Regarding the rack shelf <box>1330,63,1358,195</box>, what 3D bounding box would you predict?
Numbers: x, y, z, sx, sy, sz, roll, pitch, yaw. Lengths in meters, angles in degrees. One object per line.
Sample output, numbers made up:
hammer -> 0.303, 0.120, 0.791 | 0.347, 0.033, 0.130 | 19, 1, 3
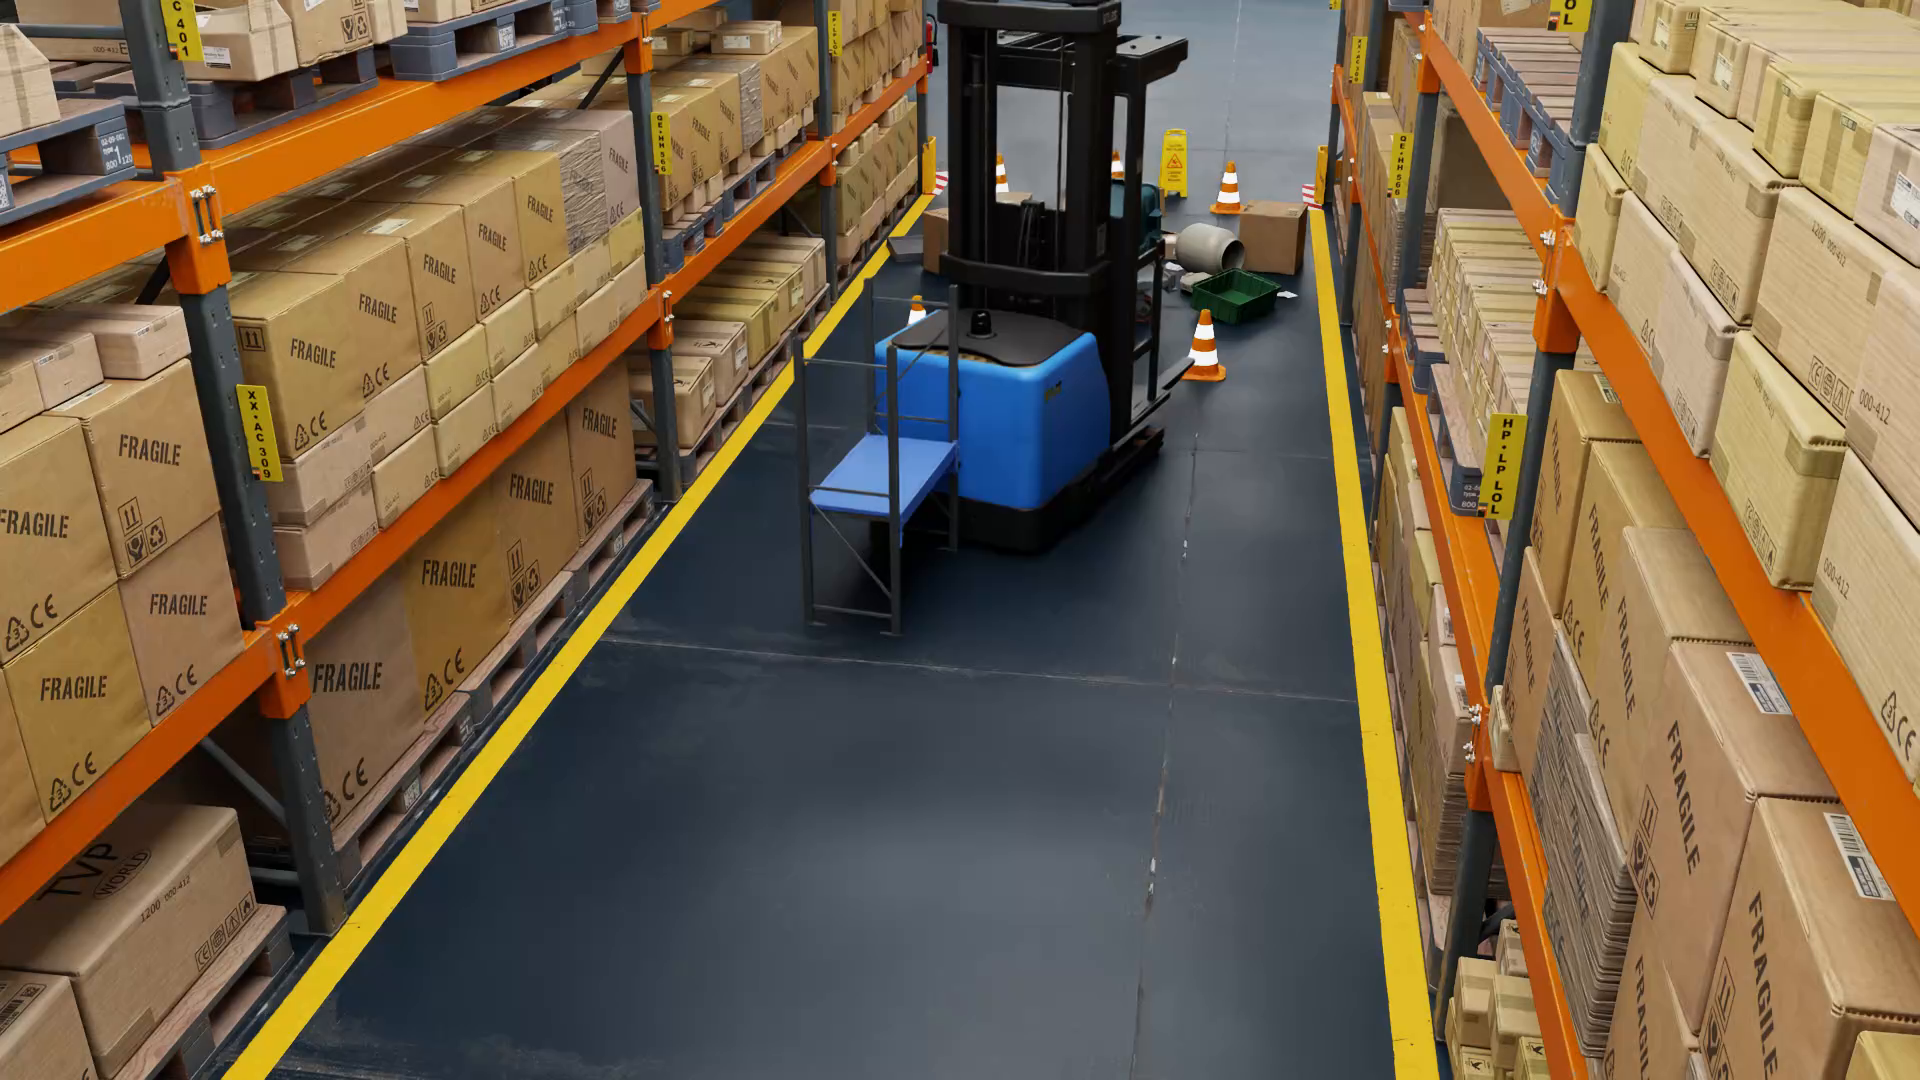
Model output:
rack shelf -> 3.745, -3.505, 14.049 | 1.077, 0.370, 4.000 | 4, 25, 9

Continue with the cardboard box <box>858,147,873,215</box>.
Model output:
cardboard box -> -1.043, -3.033, 14.054 | 0.500, 0.500, 0.500 | 5, 26, 11

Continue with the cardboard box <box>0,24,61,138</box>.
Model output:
cardboard box -> -2.578, -1.193, 4.268 | 0.396, 0.266, 0.258 | 5, 26, 10

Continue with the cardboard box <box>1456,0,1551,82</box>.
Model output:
cardboard box -> 2.257, -2.086, 6.512 | 0.500, 0.500, 0.500 | 4, 25, 9

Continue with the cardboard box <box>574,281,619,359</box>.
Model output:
cardboard box -> -2.030, -1.110, 8.261 | 0.500, 0.250, 0.500 | 4, 25, 9

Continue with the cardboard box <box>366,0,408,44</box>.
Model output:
cardboard box -> -2.237, -1.897, 6.007 | 0.380, 0.166, 0.250 | 2, 25, 5

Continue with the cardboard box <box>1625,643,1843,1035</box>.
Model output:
cardboard box -> 1.529, 0.531, 2.929 | 0.500, 0.500, 0.500 | 3, 25, 7

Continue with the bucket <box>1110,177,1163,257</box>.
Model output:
bucket -> 1.166, -2.417, 12.944 | 0.726, 0.611, 0.620 | 13, 38, 26

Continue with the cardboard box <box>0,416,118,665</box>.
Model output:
cardboard box -> -2.685, -0.020, 4.456 | 0.500, 0.500, 0.500 | 4, 25, 8

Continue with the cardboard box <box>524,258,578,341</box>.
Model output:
cardboard box -> -2.108, -1.131, 7.714 | 0.500, 0.250, 0.500 | 3, 25, 7

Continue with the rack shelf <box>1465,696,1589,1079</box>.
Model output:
rack shelf -> 1.784, 1.513, 3.327 | 1.077, 0.370, 4.000 | 4, 25, 9

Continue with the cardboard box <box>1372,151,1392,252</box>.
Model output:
cardboard box -> 2.738, -1.992, 9.849 | 0.500, 0.500, 0.500 | 4, 25, 8

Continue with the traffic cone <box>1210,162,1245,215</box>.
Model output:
traffic cone -> 2.584, -3.395, 15.957 | 0.336, 0.463, 0.334 | 4, 25, 9

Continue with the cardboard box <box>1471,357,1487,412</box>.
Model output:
cardboard box -> 2.193, -0.592, 6.426 | 0.380, 0.149, 0.250 | 4, 25, 9

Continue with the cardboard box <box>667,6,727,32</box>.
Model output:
cardboard box -> -1.908, -3.787, 12.073 | 0.380, 0.149, 0.250 | 4, 25, 8

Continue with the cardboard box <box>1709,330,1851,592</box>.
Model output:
cardboard box -> 1.508, -0.119, 2.605 | 0.500, 0.250, 0.500 | 5, 26, 11

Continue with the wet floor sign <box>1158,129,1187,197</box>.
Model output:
wet floor sign -> 2.123, -3.751, 16.502 | 0.267, 0.644, 0.232 | 0, 25, -1

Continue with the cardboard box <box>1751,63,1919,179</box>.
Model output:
cardboard box -> 1.562, -0.695, 2.775 | 0.380, 0.149, 0.250 | 5, 26, 11

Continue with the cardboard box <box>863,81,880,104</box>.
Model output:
cardboard box -> -0.896, -3.826, 14.181 | 0.380, 0.149, 0.250 | 4, 25, 9

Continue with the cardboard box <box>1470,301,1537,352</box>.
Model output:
cardboard box -> 2.240, -0.834, 6.592 | 0.380, 0.149, 0.250 | 4, 25, 8

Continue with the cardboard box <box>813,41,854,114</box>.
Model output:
cardboard box -> -1.135, -3.640, 13.020 | 0.500, 0.500, 0.500 | 4, 25, 8

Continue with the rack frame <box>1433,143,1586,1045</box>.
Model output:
rack frame -> 2.111, 0.351, 4.961 | 1.000, 3.000, 0.127 | 4, 25, 9

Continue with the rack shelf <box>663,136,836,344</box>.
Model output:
rack shelf -> -1.809, -2.133, 11.117 | 1.077, 0.370, 4.000 | 4, 25, 9

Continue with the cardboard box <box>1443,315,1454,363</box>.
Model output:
cardboard box -> 2.362, -0.887, 7.408 | 0.380, 0.149, 0.250 | 5, 26, 11

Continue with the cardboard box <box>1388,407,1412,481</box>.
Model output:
cardboard box -> 2.413, -0.448, 8.237 | 0.500, 0.250, 0.500 | 3, 25, 6

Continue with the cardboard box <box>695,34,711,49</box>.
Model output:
cardboard box -> -1.923, -3.280, 11.755 | 0.500, 0.500, 0.500 | 4, 25, 9

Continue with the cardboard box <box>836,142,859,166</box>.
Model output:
cardboard box -> -1.039, -3.150, 13.539 | 0.380, 0.149, 0.250 | 4, 25, 9

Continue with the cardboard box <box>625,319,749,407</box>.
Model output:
cardboard box -> -1.921, -1.167, 10.810 | 0.950, 0.372, 0.625 | 4, 25, 8

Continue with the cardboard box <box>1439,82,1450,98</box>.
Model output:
cardboard box -> 2.929, -2.219, 9.154 | 0.700, 0.500, 0.500 | 4, 25, 8

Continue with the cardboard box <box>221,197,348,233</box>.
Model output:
cardboard box -> -2.784, -1.079, 6.721 | 0.500, 0.500, 0.500 | 5, 26, 10

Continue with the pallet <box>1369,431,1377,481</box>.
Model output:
pallet -> 2.968, -0.383, 9.820 | 1.003, 0.211, 1.213 | 4, 25, 9

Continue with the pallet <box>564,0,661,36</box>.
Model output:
pallet -> -2.188, -2.622, 7.999 | 1.213, 0.211, 1.003 | 5, 26, 11

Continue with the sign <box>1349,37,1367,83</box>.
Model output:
sign -> 2.870, -3.460, 11.990 | 0.100, 0.325, 0.005 | 4, 25, 9

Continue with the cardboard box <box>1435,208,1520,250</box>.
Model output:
cardboard box -> 2.497, -1.486, 7.985 | 0.380, 0.149, 0.250 | 4, 25, 9

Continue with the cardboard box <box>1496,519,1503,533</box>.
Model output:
cardboard box -> 2.065, -0.118, 5.764 | 0.380, 0.149, 0.250 | 4, 25, 8

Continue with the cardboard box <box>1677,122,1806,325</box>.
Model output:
cardboard box -> 1.613, -0.564, 2.965 | 0.500, 0.250, 0.500 | 4, 25, 9

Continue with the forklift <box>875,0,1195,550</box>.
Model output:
forklift -> 0.622, -1.862, 9.770 | 1.130, 2.935, 3.031 | 12, 28, 24

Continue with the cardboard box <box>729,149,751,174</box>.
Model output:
cardboard box -> -1.587, -2.495, 10.842 | 0.380, 0.149, 0.250 | 5, 26, 10

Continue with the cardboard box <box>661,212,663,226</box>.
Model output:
cardboard box -> -1.899, -1.822, 9.405 | 0.380, 0.149, 0.250 | 3, 25, 5

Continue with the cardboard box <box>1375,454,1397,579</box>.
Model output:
cardboard box -> 2.397, -0.102, 8.382 | 0.500, 0.500, 0.500 | 3, 25, 6

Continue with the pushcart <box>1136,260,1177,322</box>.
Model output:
pushcart -> 0.776, -1.971, 13.015 | 1.648, 0.377, 0.936 | -5, 25, -10

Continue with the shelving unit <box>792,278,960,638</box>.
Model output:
shelving unit -> -0.393, -0.438, 8.416 | 0.538, 1.500, 1.048 | 7, 26, 14

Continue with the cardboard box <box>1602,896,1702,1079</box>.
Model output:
cardboard box -> 1.531, 1.003, 3.101 | 0.500, 0.500, 0.500 | 5, 26, 11

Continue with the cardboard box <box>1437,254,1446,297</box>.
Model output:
cardboard box -> 2.445, -1.231, 7.792 | 0.380, 0.149, 0.250 | 5, 26, 11

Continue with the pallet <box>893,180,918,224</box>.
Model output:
pallet -> -1.008, -3.336, 16.129 | 1.003, 0.211, 1.213 | 4, 25, 9

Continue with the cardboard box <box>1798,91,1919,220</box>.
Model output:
cardboard box -> 1.532, -0.585, 2.540 | 0.380, 0.149, 0.250 | 3, 25, 7

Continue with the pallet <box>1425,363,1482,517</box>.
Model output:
pallet -> 2.481, -0.404, 6.801 | 1.003, 0.211, 1.213 | 4, 25, 9

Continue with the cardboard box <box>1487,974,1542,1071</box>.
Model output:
cardboard box -> 1.747, 1.424, 4.836 | 0.380, 0.149, 0.250 | 5, 26, 11

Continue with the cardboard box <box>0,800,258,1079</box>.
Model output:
cardboard box -> -2.998, 1.276, 5.513 | 0.875, 0.438, 0.875 | 4, 25, 8

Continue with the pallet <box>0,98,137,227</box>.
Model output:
pallet -> -2.933, -0.926, 4.257 | 1.003, 0.211, 1.213 | 4, 25, 9

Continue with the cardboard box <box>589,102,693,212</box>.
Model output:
cardboard box -> -1.834, -2.165, 9.372 | 0.500, 0.500, 0.500 | 3, 25, 7

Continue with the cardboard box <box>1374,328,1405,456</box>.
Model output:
cardboard box -> 2.953, -0.742, 9.454 | 1.050, 0.750, 0.750 | 4, 25, 8

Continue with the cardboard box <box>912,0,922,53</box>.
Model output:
cardboard box -> -0.645, -4.902, 15.716 | 0.500, 0.500, 0.500 | 4, 25, 8

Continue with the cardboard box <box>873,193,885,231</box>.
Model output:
cardboard box -> -0.959, -2.914, 14.686 | 0.500, 0.250, 0.500 | 4, 25, 8

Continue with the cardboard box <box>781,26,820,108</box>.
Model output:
cardboard box -> -1.331, -3.456, 12.132 | 0.500, 0.500, 0.500 | 4, 25, 8

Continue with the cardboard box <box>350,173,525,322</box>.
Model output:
cardboard box -> -2.215, -1.253, 7.091 | 0.500, 0.500, 0.500 | 4, 25, 8

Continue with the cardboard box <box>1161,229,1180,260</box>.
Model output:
cardboard box -> 1.882, -2.603, 14.498 | 0.396, 0.266, 0.258 | 8, 26, 18

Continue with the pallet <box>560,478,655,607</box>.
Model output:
pallet -> -2.339, -0.035, 9.076 | 1.003, 0.211, 1.213 | 4, 25, 9

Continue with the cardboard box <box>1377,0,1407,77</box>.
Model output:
cardboard box -> 3.512, -3.704, 12.173 | 0.875, 0.550, 0.550 | 4, 25, 9
